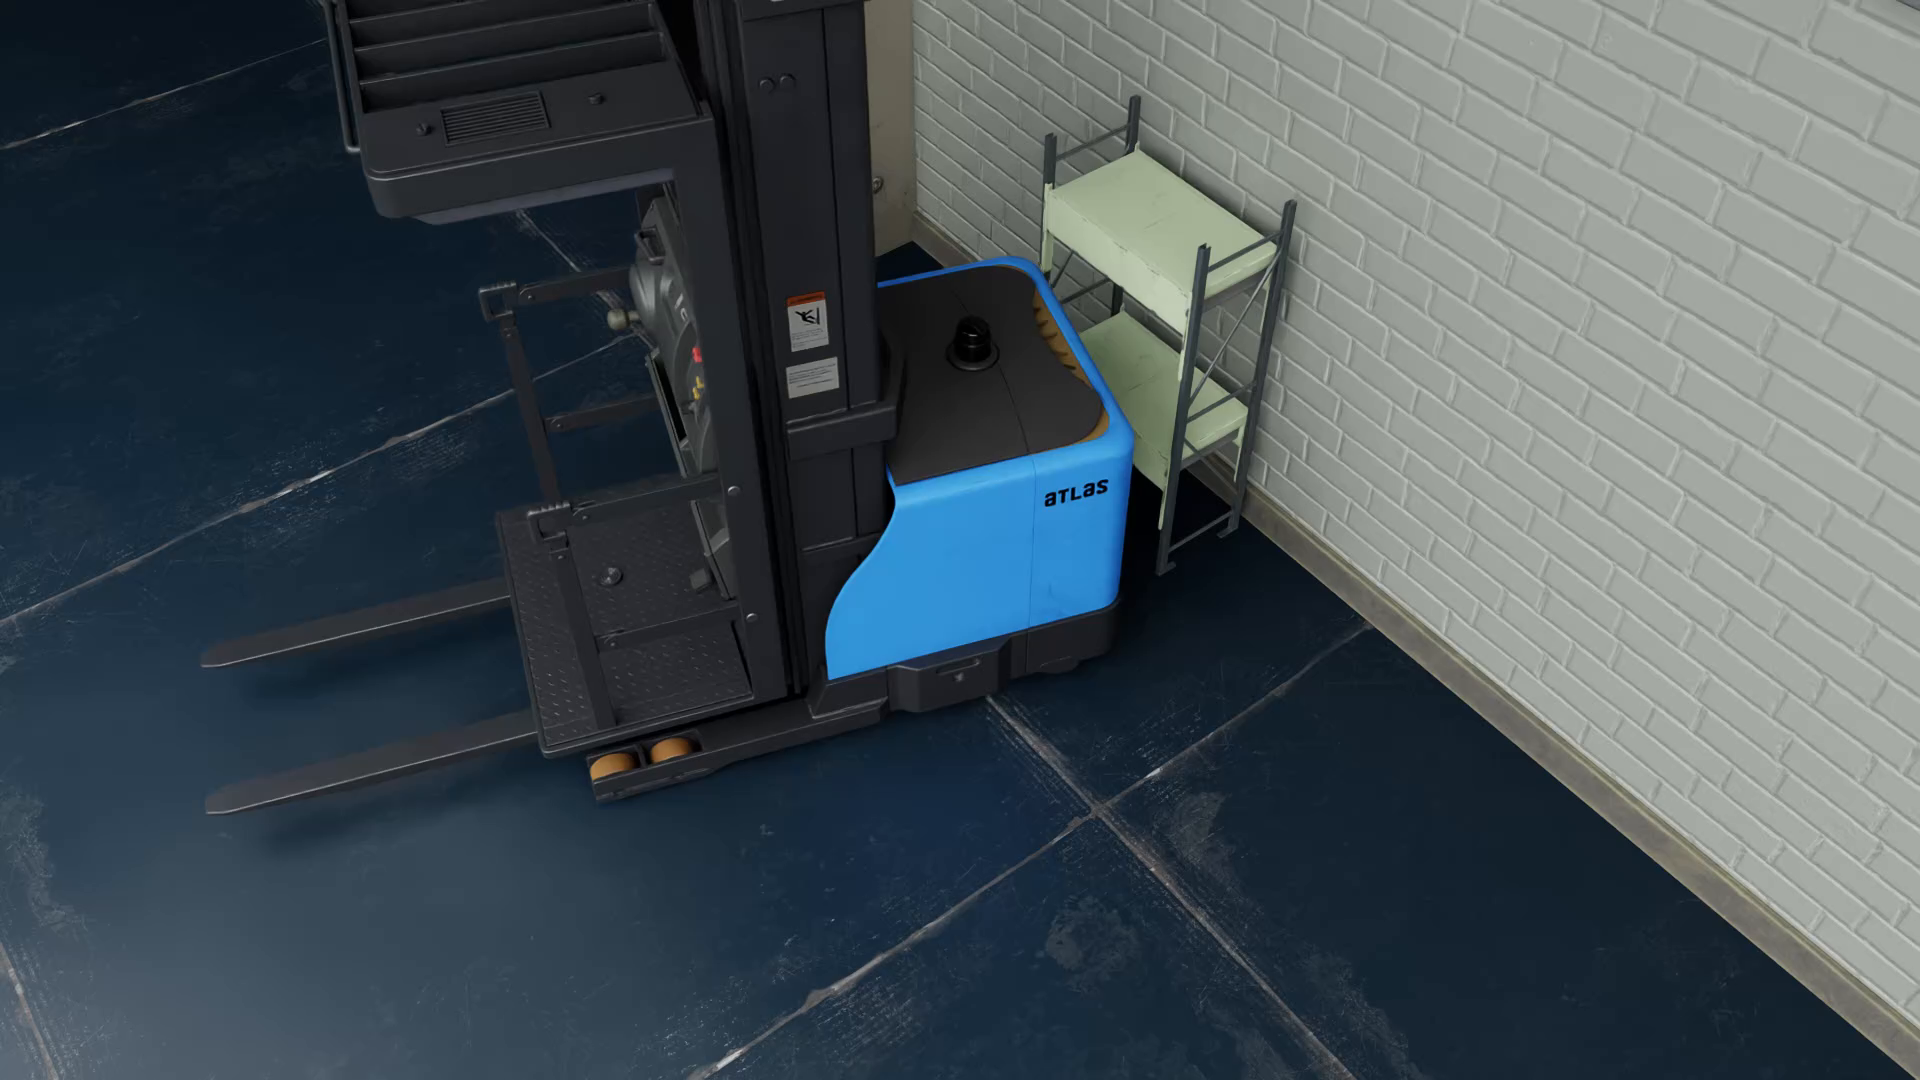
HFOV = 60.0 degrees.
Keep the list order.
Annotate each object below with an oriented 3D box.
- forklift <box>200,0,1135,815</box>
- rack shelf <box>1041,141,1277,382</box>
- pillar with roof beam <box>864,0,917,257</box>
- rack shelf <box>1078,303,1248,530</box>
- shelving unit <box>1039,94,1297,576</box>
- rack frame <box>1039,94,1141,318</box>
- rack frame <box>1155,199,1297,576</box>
[{"bbox_3d":[-1.018,-0.572,4.790,3.031,2.935,1.130,-14,49,-12],"label":"forklift"},{"bbox_3d":[0.664,-0.944,5.566,0.431,0.370,0.720,-29,54,-24],"label":"rack shelf"},{"bbox_3d":[-3.852,-2.502,2.444,9.100,9.000,0.400,-29,54,-24],"label":"pillar with roof beam"},{"bbox_3d":[0.664,-0.462,6.097,0.431,0.370,0.720,-29,54,-24],"label":"rack shelf"},{"bbox_3d":[0.664,-0.681,5.855,0.431,1.500,0.755,-29,54,-24],"label":"shelving unit"},{"bbox_3d":[0.442,-0.897,6.051,0.400,1.500,0.023,-29,54,-24],"label":"rack frame"},{"bbox_3d":[0.886,-0.466,5.660,0.400,1.500,0.023,-29,54,-24],"label":"rack frame"}]
